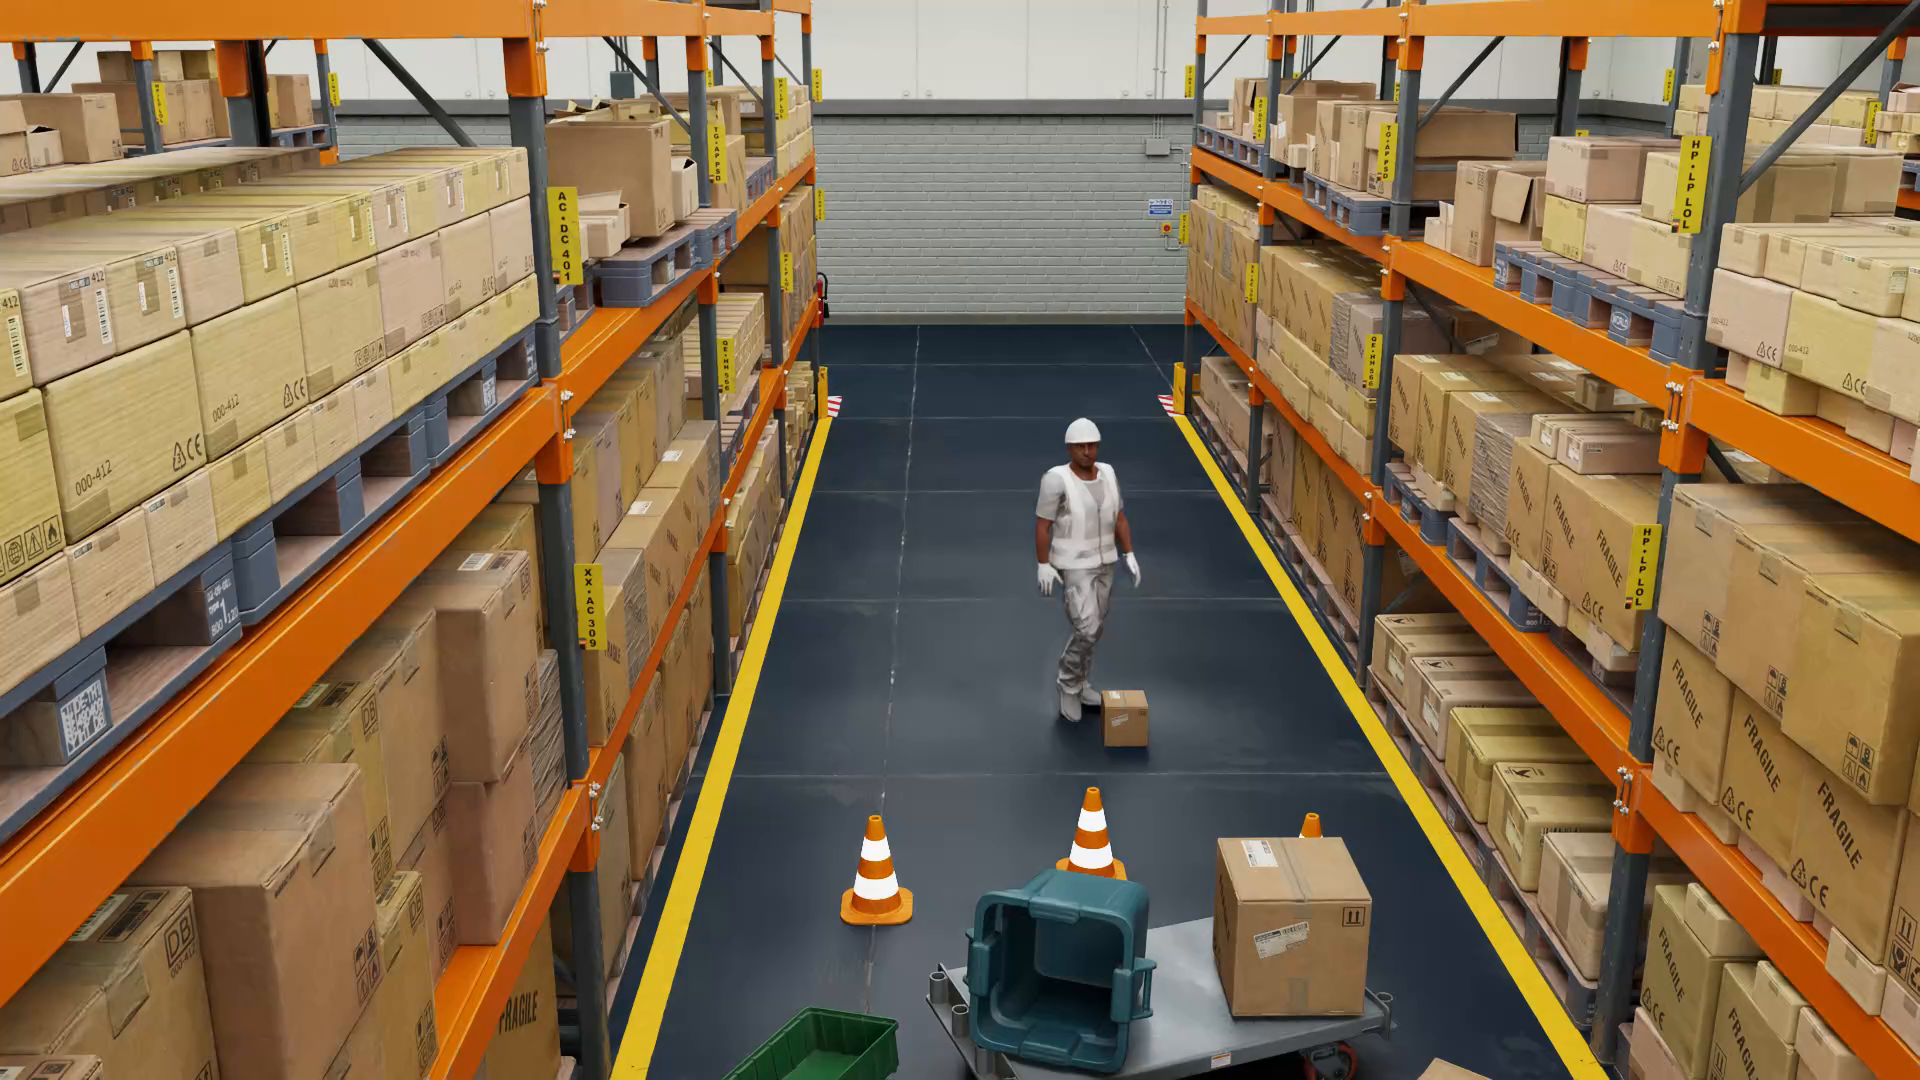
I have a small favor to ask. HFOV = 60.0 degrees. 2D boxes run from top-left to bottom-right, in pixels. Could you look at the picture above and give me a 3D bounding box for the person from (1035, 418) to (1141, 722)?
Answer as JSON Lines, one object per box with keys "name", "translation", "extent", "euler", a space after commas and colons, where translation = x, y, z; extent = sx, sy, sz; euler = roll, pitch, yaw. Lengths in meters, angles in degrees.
{"name": "person", "translation": [0.771, 0.181, 9.906], "extent": [0.570, 1.820, 0.474], "euler": [-13, 22, -37]}
